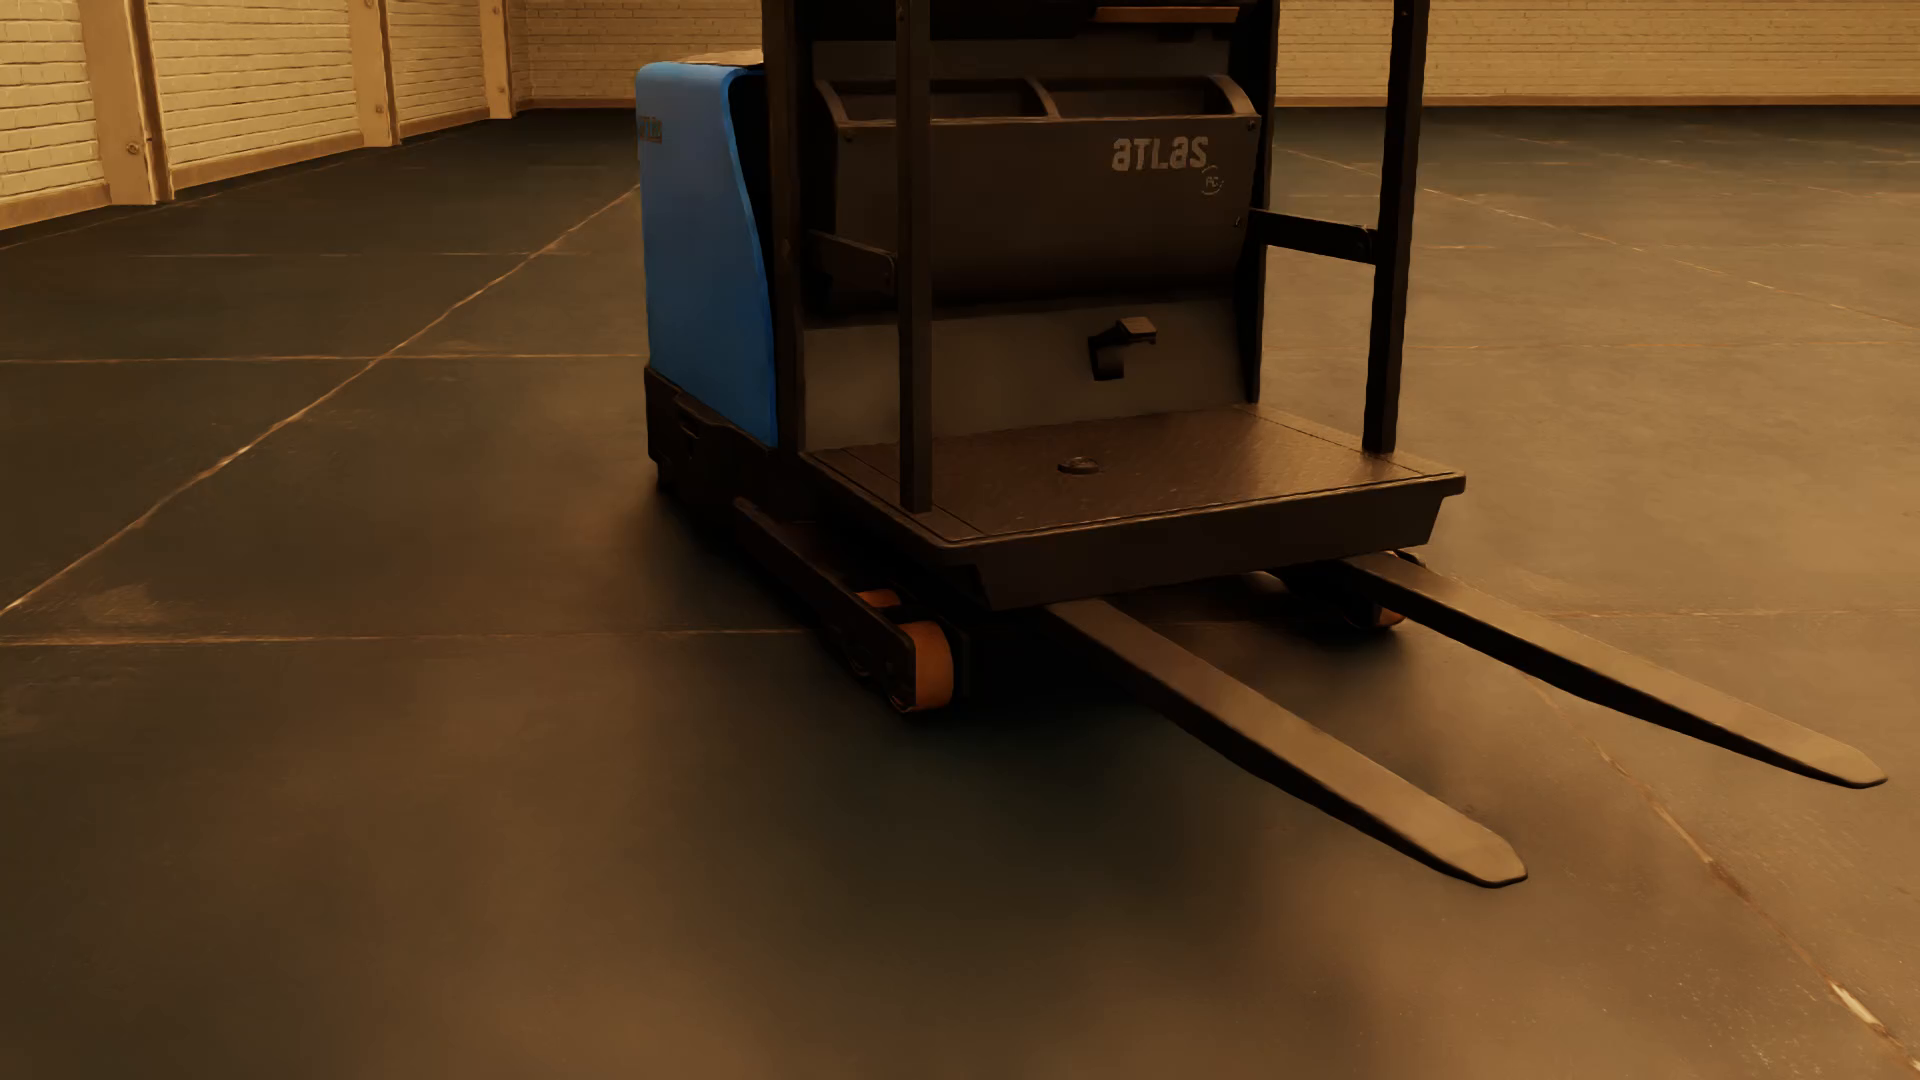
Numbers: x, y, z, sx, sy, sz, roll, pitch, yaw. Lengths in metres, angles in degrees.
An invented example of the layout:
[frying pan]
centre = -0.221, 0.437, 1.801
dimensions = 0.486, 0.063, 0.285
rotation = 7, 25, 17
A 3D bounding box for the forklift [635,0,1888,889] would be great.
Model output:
[forklift]
centre = 0.258, -1.240, 2.962
dimensions = 1.130, 2.935, 3.031
rotation = -8, 19, -24
